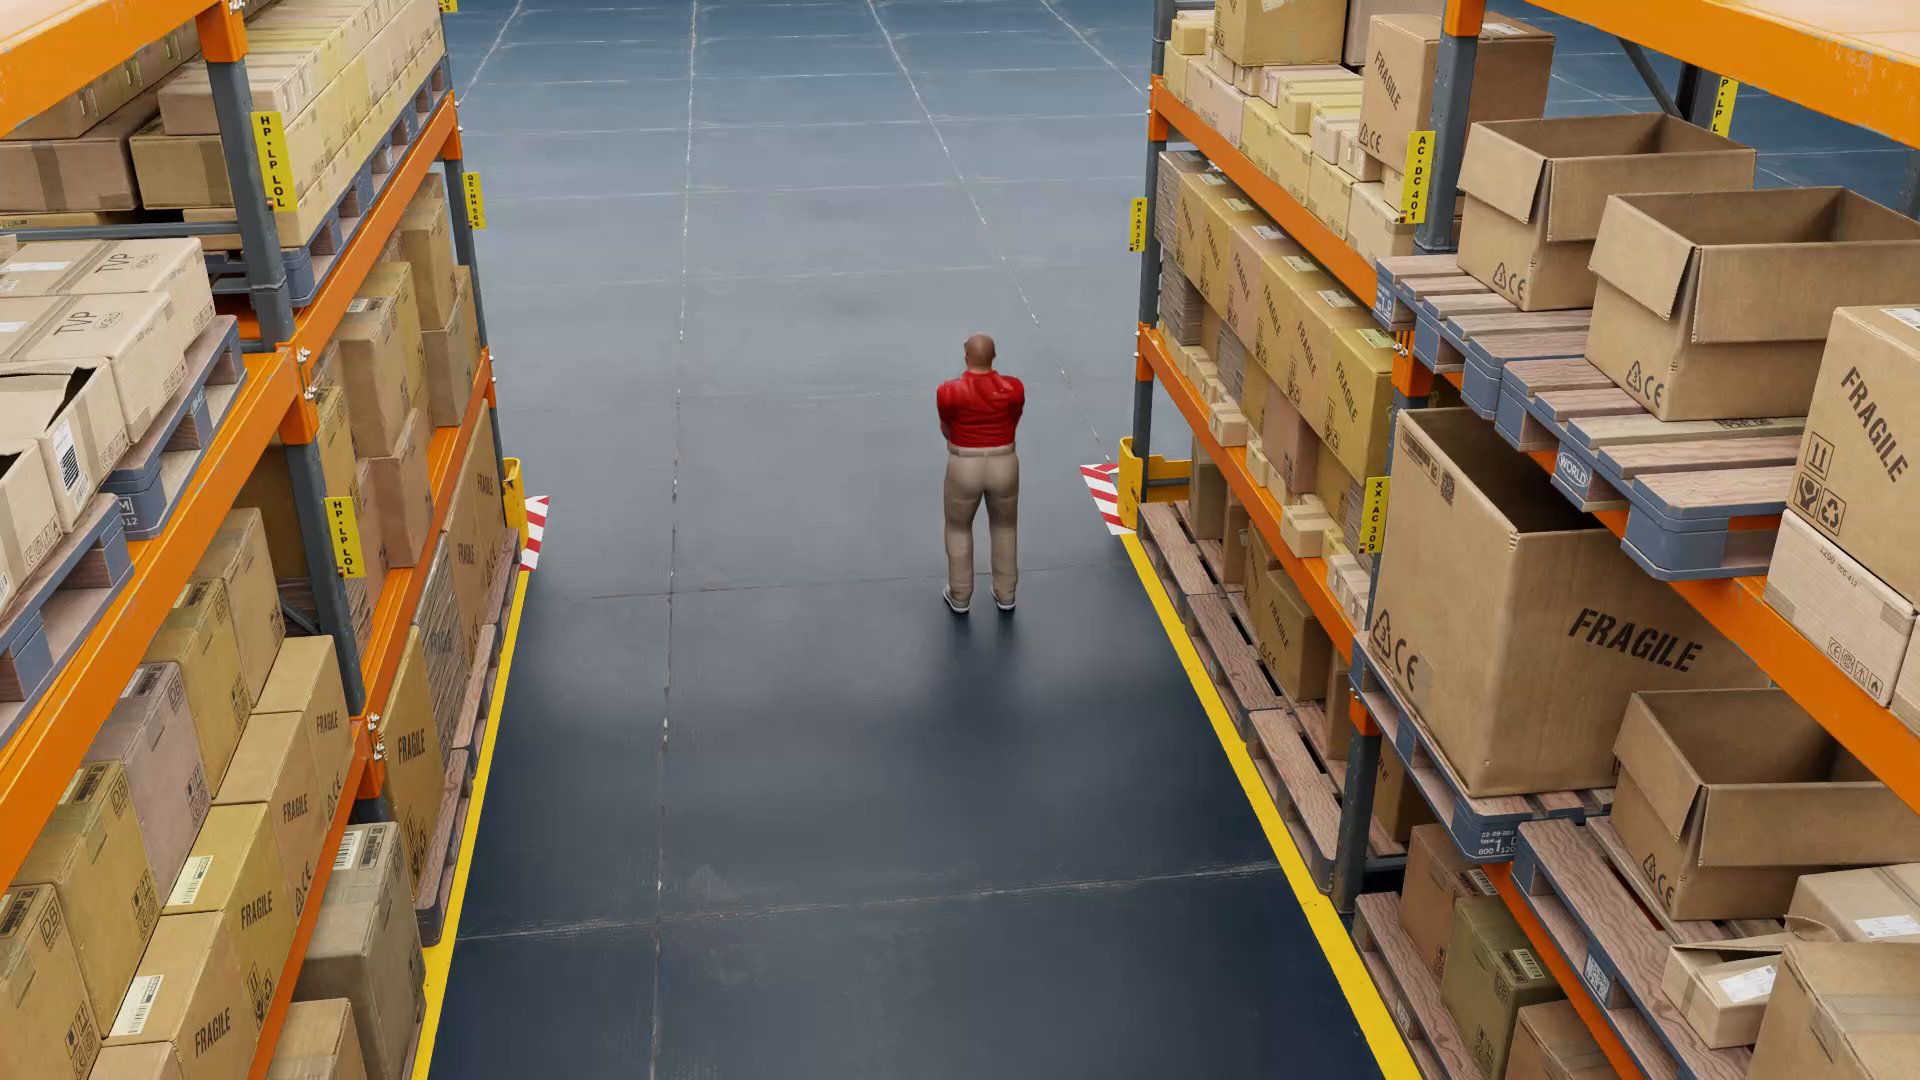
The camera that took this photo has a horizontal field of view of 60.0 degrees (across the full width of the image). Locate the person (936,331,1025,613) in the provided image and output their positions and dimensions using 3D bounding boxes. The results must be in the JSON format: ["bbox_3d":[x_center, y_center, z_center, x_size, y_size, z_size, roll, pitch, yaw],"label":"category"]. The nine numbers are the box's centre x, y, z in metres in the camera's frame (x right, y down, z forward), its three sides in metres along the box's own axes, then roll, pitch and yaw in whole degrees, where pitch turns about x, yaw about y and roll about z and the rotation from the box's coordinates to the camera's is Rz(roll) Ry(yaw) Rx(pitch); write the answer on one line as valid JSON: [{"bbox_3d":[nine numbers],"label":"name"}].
[{"bbox_3d":[0.097,-0.430,9.493,0.493,1.712,0.536,-3,27,-7],"label":"person"}]
